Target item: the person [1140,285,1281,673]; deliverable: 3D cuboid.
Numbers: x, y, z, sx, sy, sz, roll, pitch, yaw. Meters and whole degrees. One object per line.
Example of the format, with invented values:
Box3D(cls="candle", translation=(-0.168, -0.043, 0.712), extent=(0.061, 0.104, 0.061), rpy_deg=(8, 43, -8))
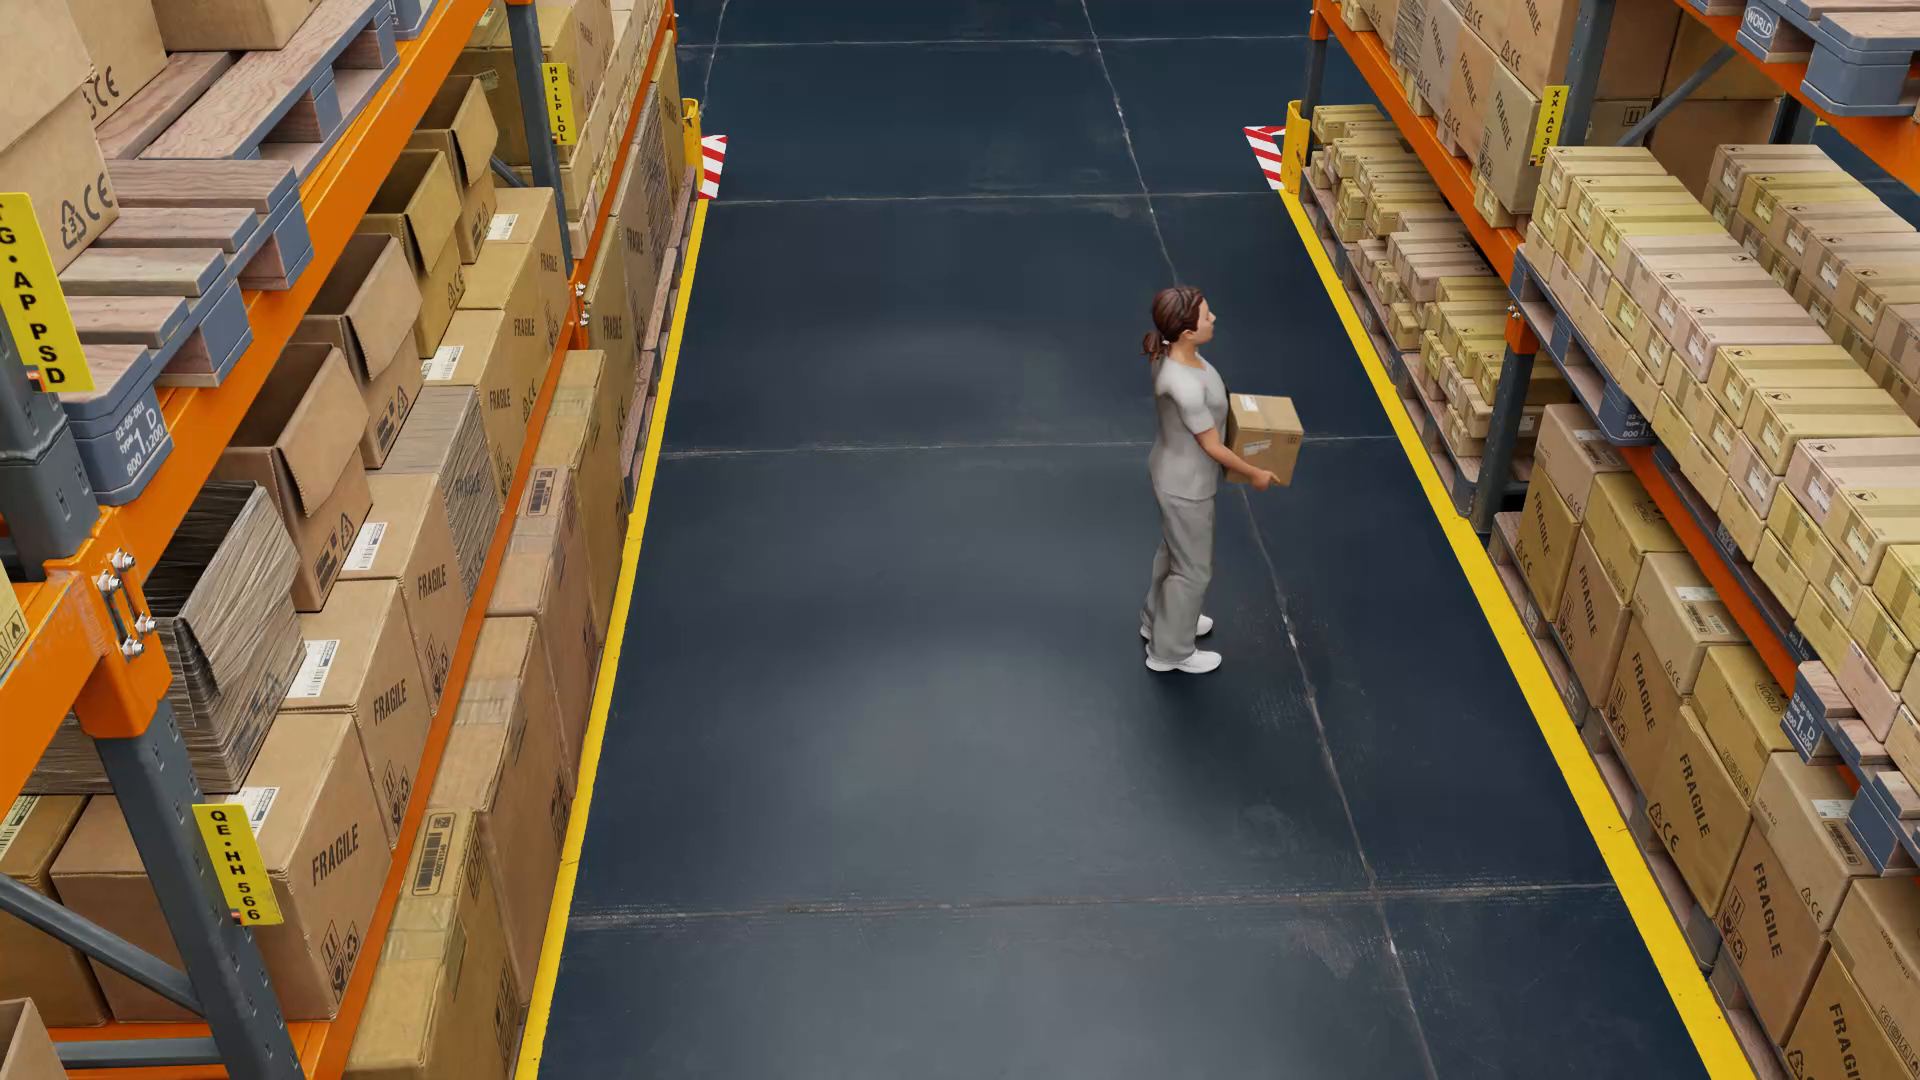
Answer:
Box3D(cls="person", translation=(0.940, -0.232, 6.483), extent=(0.552, 1.662, 0.438), rpy_deg=(-1, 35, -2))
